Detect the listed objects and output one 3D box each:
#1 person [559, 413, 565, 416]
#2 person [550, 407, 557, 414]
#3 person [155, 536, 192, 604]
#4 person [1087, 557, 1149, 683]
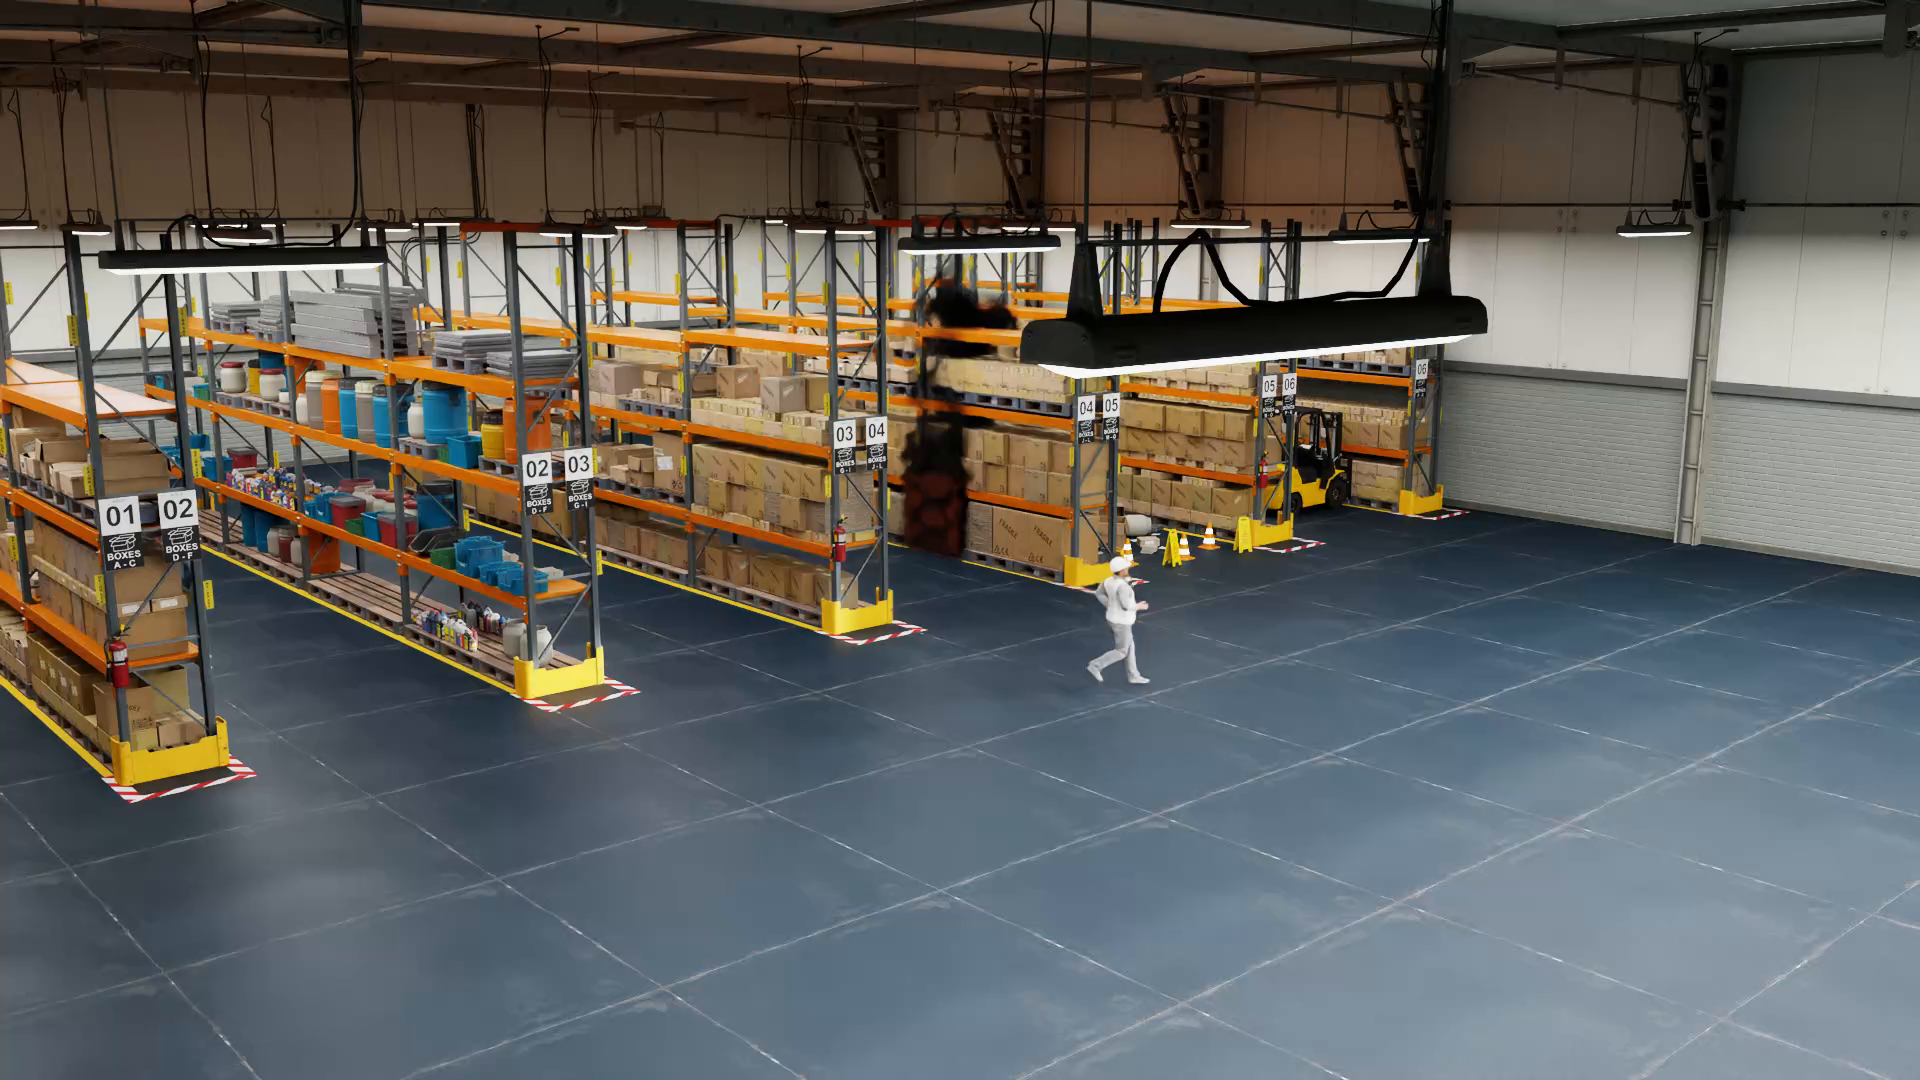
[{"bbox_3d":[-9.339,-2.163,38.529,0.721,1.620,0.781,-6,13,-29],"label":"person"},{"bbox_3d":[-9.729,-2.380,39.512,0.613,1.614,0.606,0,11,-1],"label":"person"},{"bbox_3d":[-12.398,0.198,26.472,0.593,1.721,0.681,9,15,39],"label":"person"},{"bbox_3d":[2.116,1.085,22.005,0.907,1.769,0.661,-3,12,-16],"label":"person"}]
